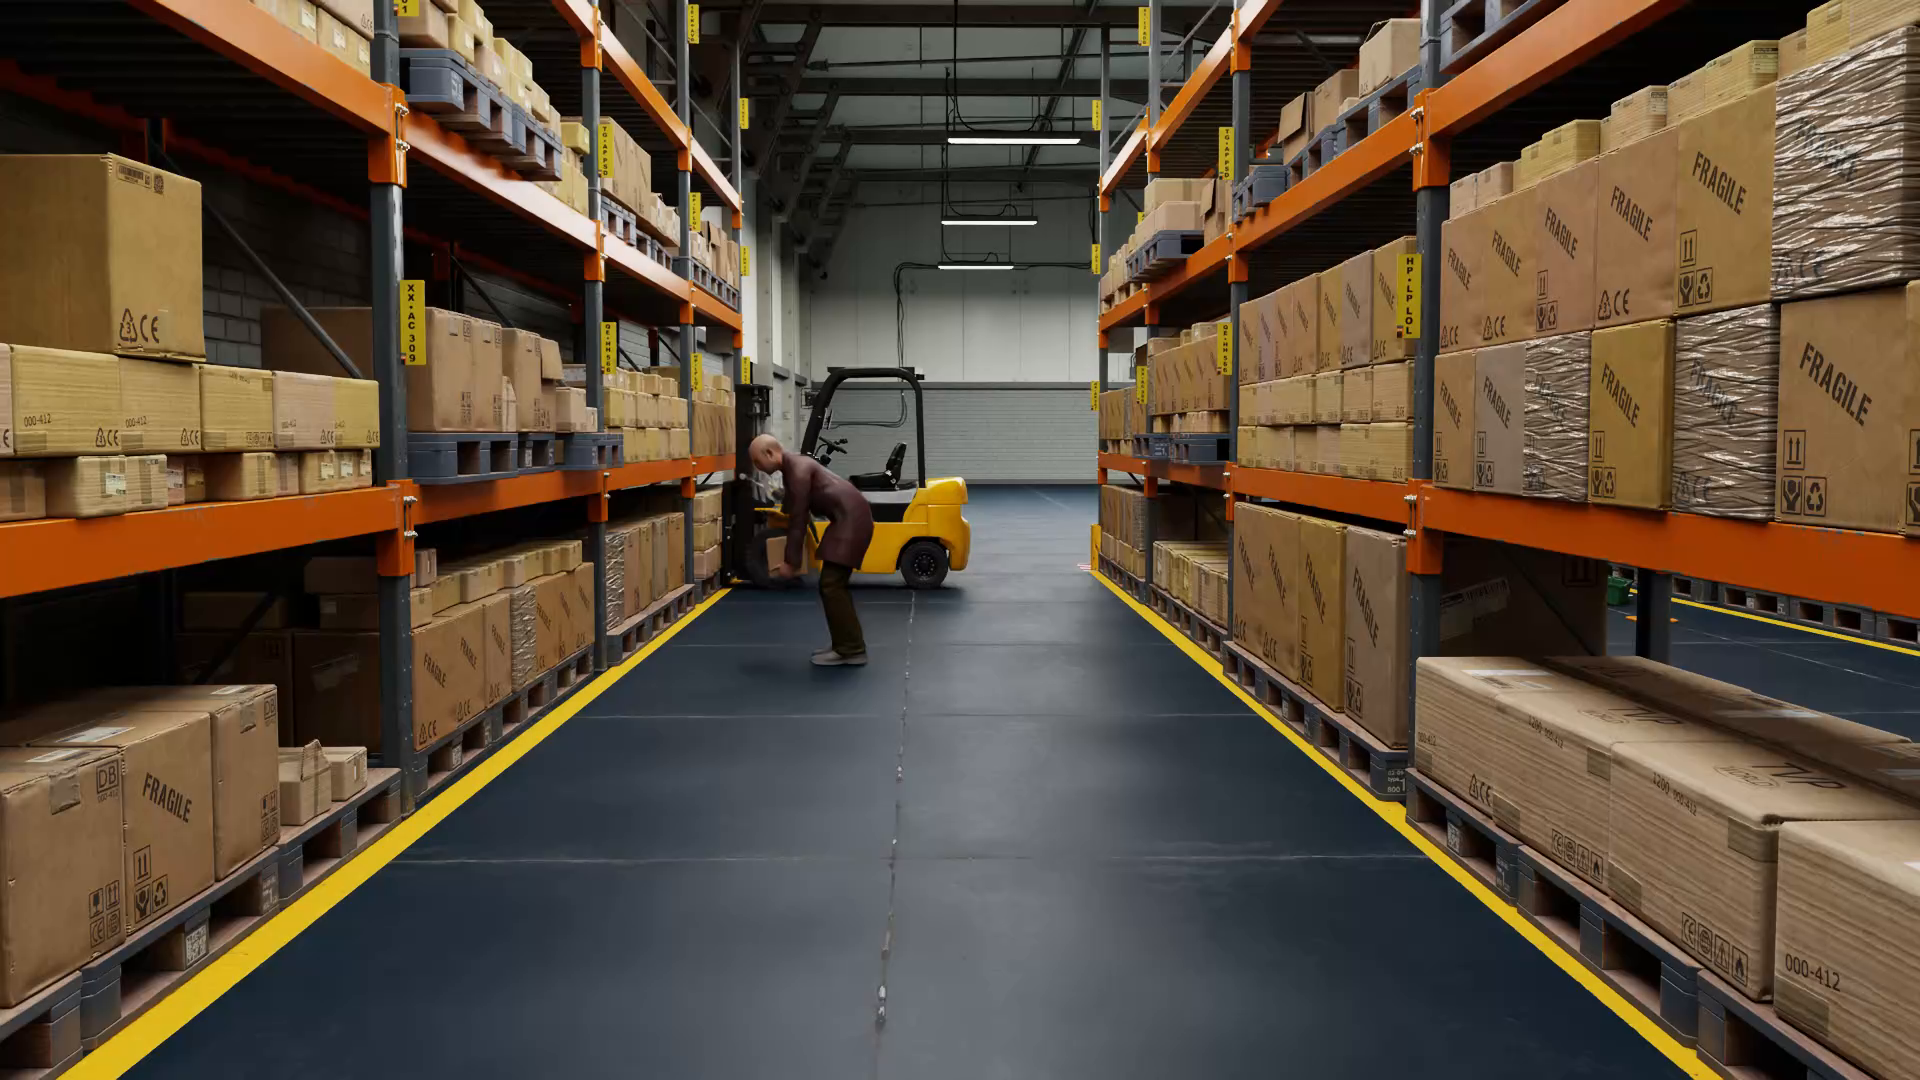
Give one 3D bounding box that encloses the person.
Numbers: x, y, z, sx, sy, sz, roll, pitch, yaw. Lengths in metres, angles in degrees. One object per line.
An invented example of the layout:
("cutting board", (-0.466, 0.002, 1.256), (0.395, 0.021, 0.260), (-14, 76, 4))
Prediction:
("person", (-0.970, 0.061, 10.913), (0.815, 1.507, 0.549), (0, 4, -3))
